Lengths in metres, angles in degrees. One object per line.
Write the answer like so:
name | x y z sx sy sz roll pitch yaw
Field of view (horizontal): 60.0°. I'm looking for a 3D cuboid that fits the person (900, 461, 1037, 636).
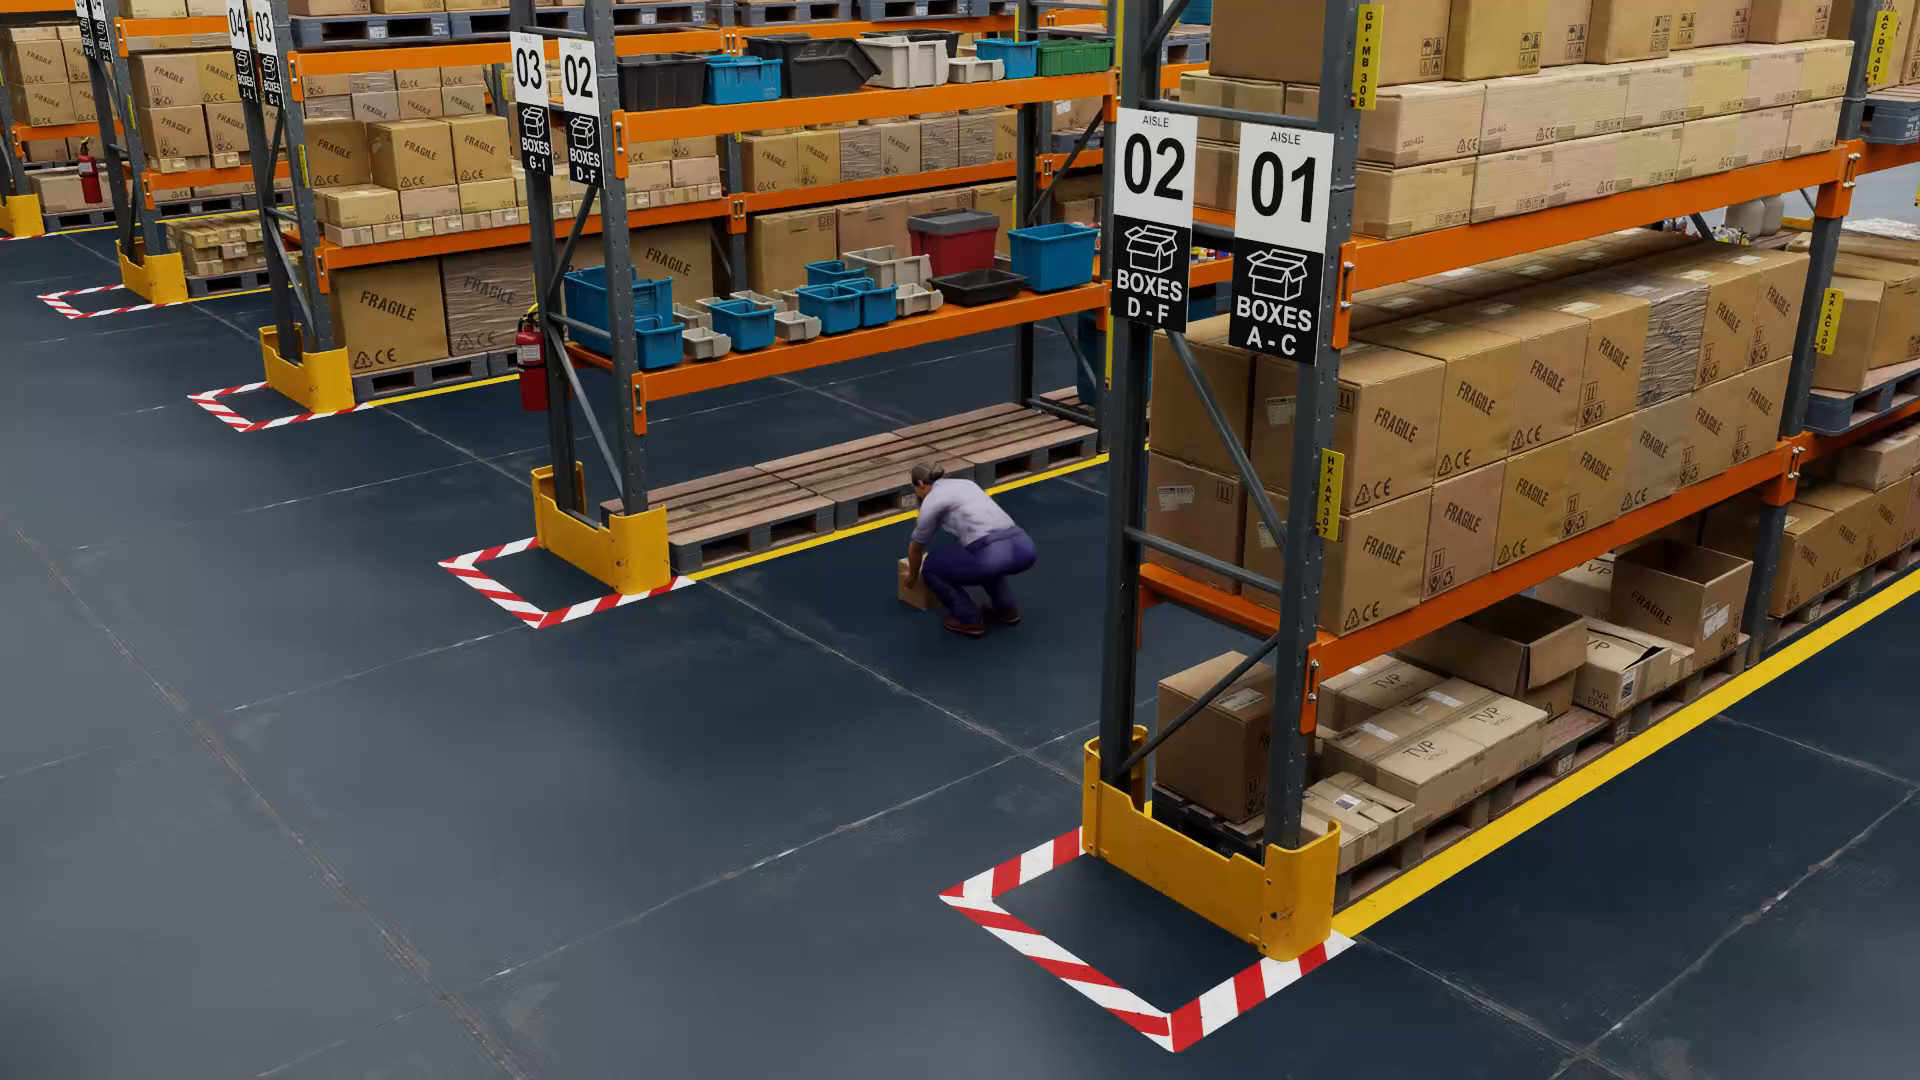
person | 0.039 0.049 9.540 0.527 0.889 0.829 -17 27 -38
